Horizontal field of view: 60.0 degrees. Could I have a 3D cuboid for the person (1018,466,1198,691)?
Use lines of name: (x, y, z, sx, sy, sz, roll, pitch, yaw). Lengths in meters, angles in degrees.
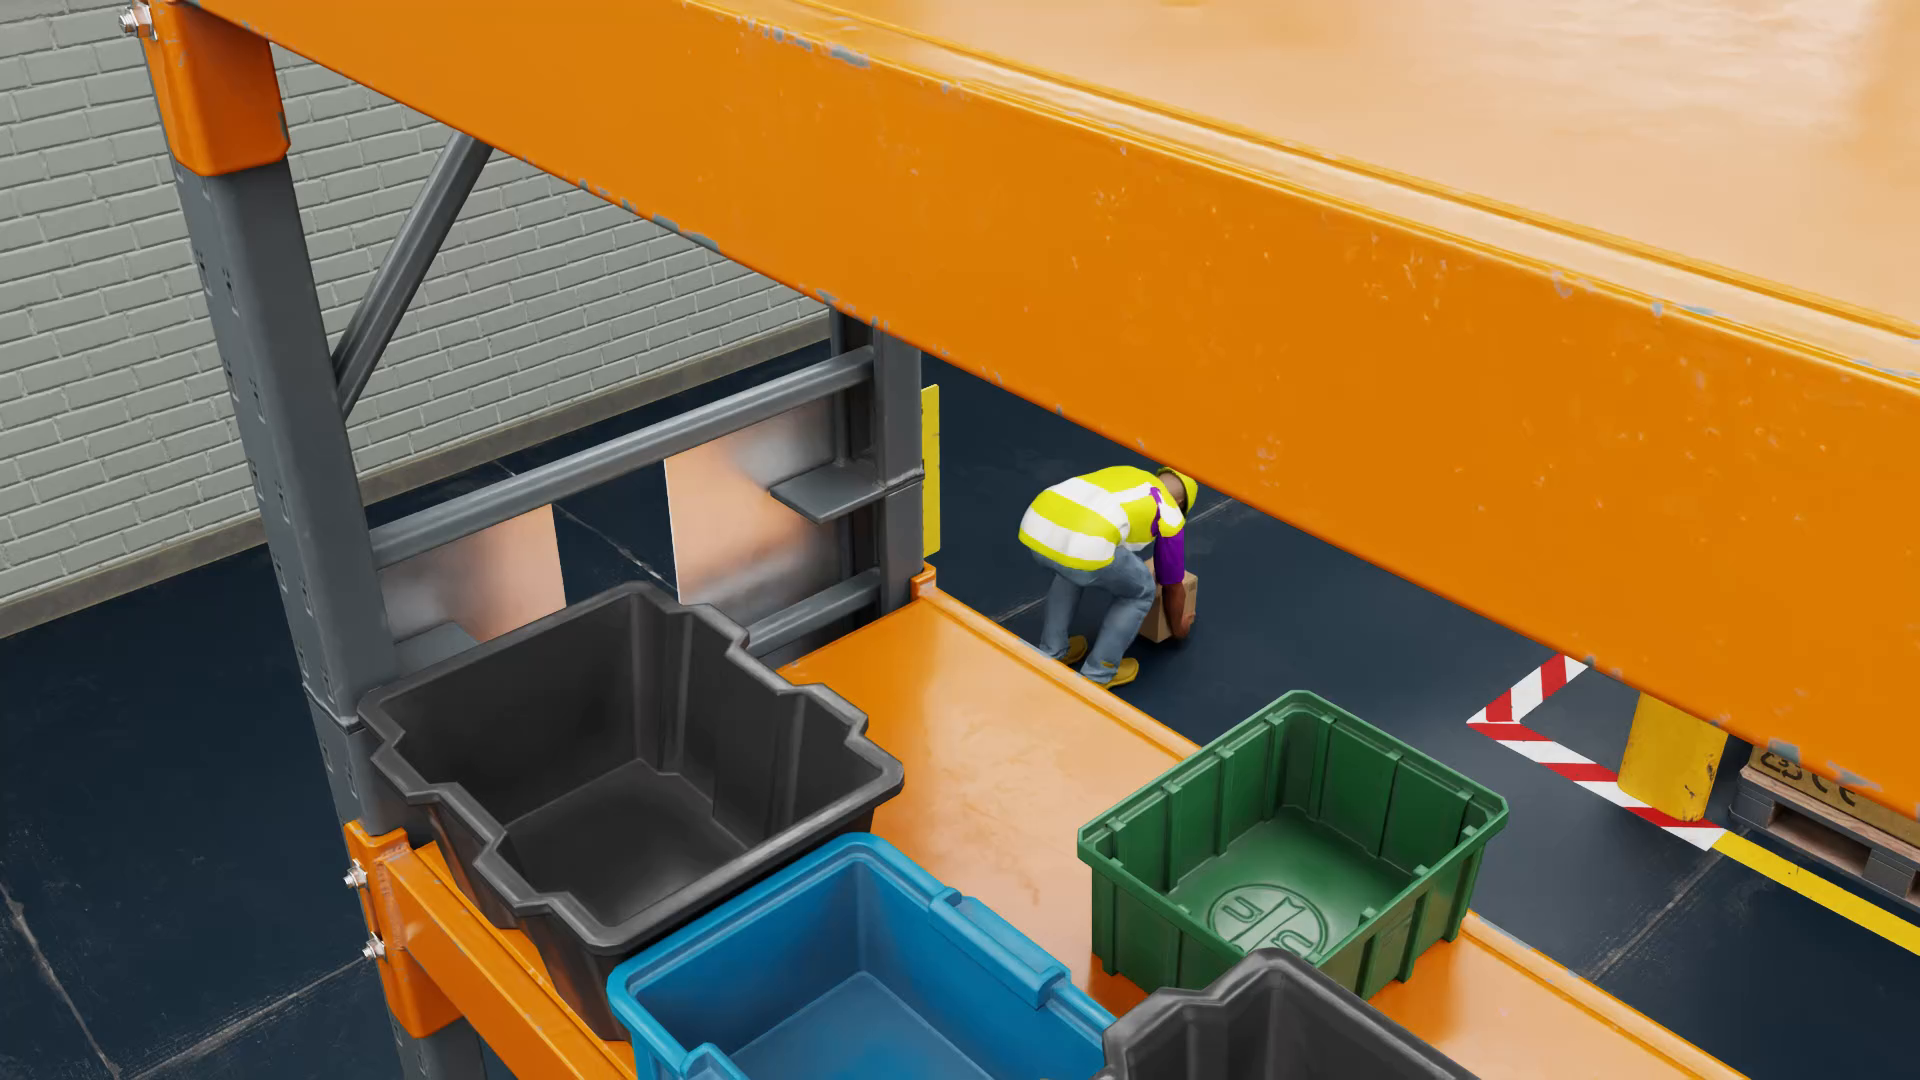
person: (0.670, 0.108, 7.185, 0.493, 0.980, 0.974, 27, 41, 37)
